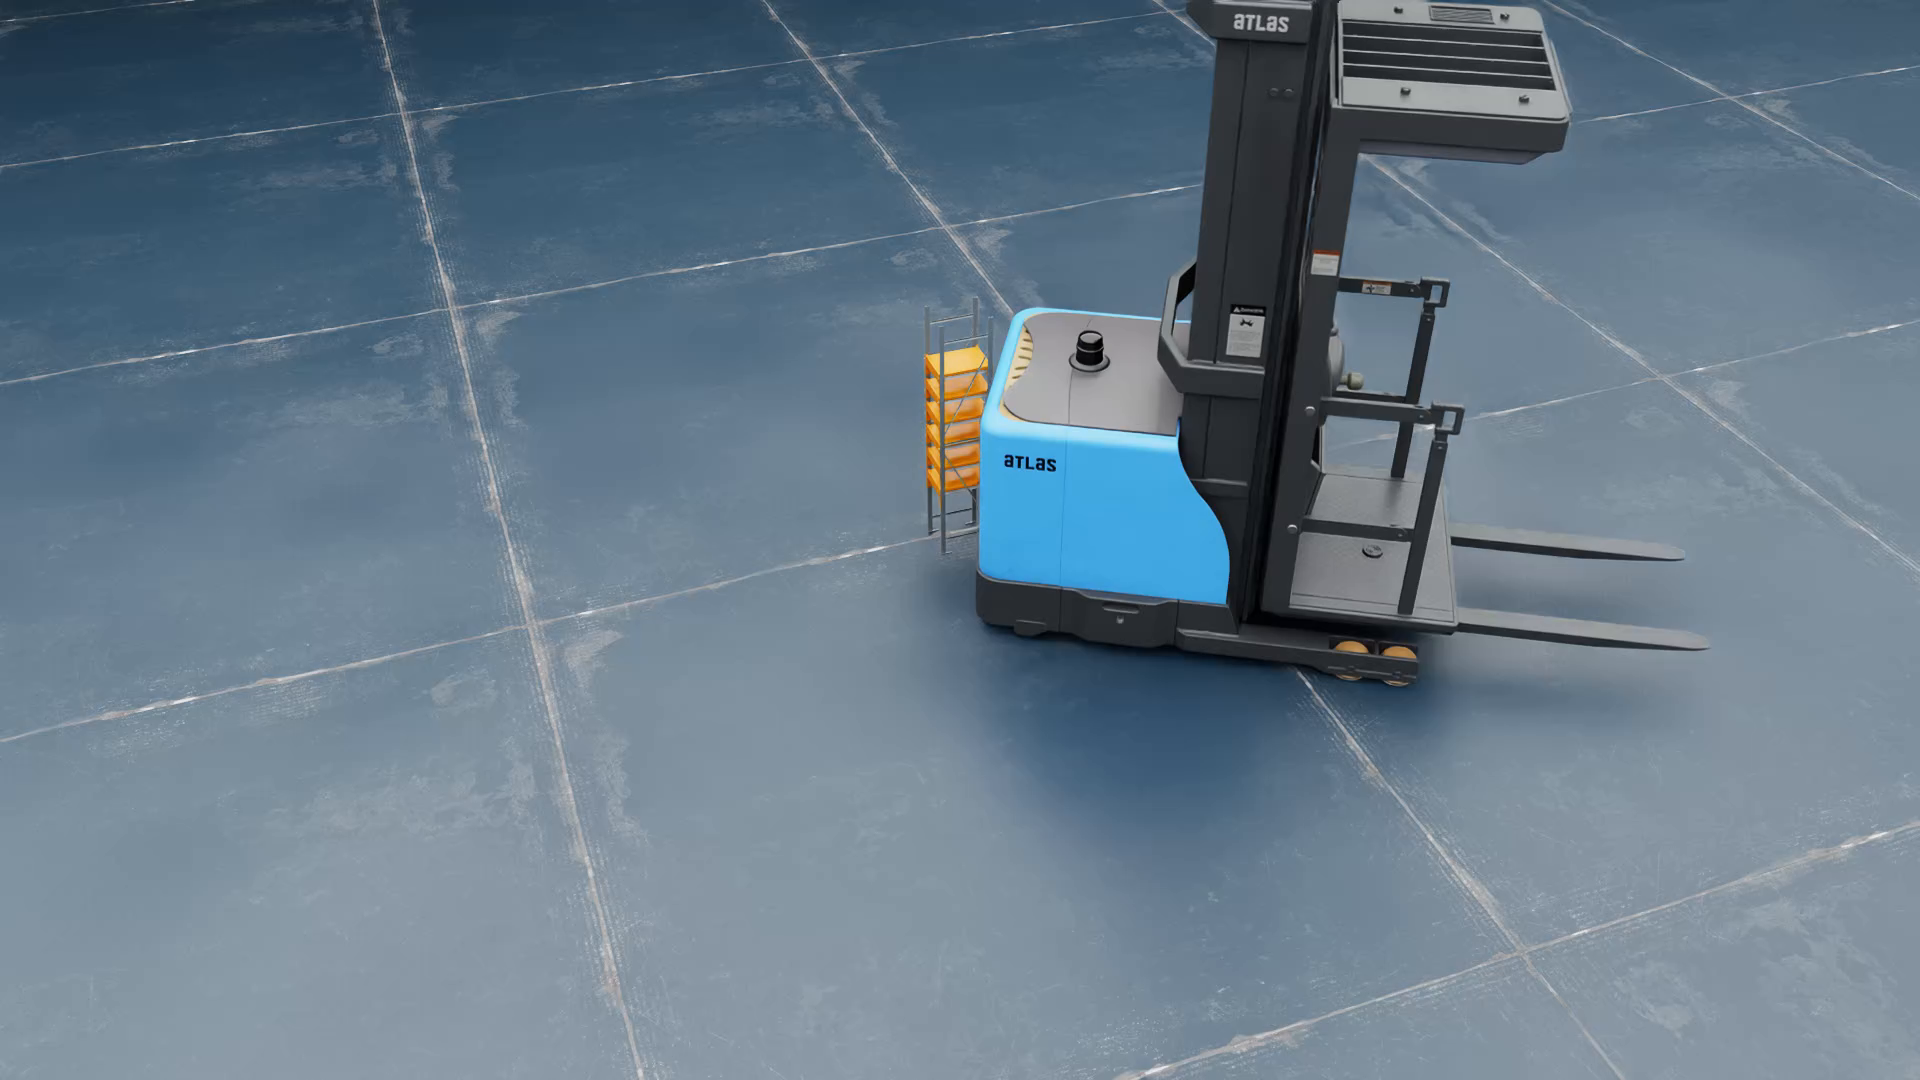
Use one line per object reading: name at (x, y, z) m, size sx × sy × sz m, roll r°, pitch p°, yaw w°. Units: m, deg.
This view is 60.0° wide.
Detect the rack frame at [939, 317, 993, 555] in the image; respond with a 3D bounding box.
rack frame at (0.026, -0.436, 7.331) m, size 0.240 × 1.200 × 0.006 m, roll -12°, pitch 39°, yaw -16°

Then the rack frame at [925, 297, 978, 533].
rack frame at (-0.036, -0.539, 7.468) m, size 0.240 × 1.200 × 0.006 m, roll -12°, pitch 39°, yaw -16°

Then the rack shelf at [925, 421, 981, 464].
rack shelf at (-0.005, -0.452, 7.427) m, size 0.258 × 0.103 × 0.180 m, roll -12°, pitch 39°, yaw -16°

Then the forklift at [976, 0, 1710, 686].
forklift at (1.635, -0.910, 6.521) m, size 3.031 × 2.935 × 1.130 m, roll 6°, pitch 37°, yaw 8°

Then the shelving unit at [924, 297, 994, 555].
shelving unit at (-0.005, -0.487, 7.400) m, size 0.258 × 1.200 × 0.189 m, roll -12°, pitch 39°, yaw -16°

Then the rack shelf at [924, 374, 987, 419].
rack shelf at (-0.005, -0.644, 7.282) m, size 0.258 × 0.103 × 0.180 m, roll -12°, pitch 39°, yaw -16°

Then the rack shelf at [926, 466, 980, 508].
rack shelf at (-0.005, -0.260, 7.571) m, size 0.258 × 0.103 × 0.180 m, roll -12°, pitch 39°, yaw -16°

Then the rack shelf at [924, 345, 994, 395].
rack shelf at (-0.005, -0.739, 7.210) m, size 0.258 × 0.103 × 0.180 m, roll -12°, pitch 39°, yaw -16°

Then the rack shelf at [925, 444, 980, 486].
rack shelf at (-0.005, -0.356, 7.499) m, size 0.258 × 0.103 × 0.180 m, roll -12°, pitch 39°, yaw -16°

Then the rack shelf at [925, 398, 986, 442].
rack shelf at (-0.005, -0.548, 7.354) m, size 0.258 × 0.103 × 0.180 m, roll -12°, pitch 39°, yaw -16°
